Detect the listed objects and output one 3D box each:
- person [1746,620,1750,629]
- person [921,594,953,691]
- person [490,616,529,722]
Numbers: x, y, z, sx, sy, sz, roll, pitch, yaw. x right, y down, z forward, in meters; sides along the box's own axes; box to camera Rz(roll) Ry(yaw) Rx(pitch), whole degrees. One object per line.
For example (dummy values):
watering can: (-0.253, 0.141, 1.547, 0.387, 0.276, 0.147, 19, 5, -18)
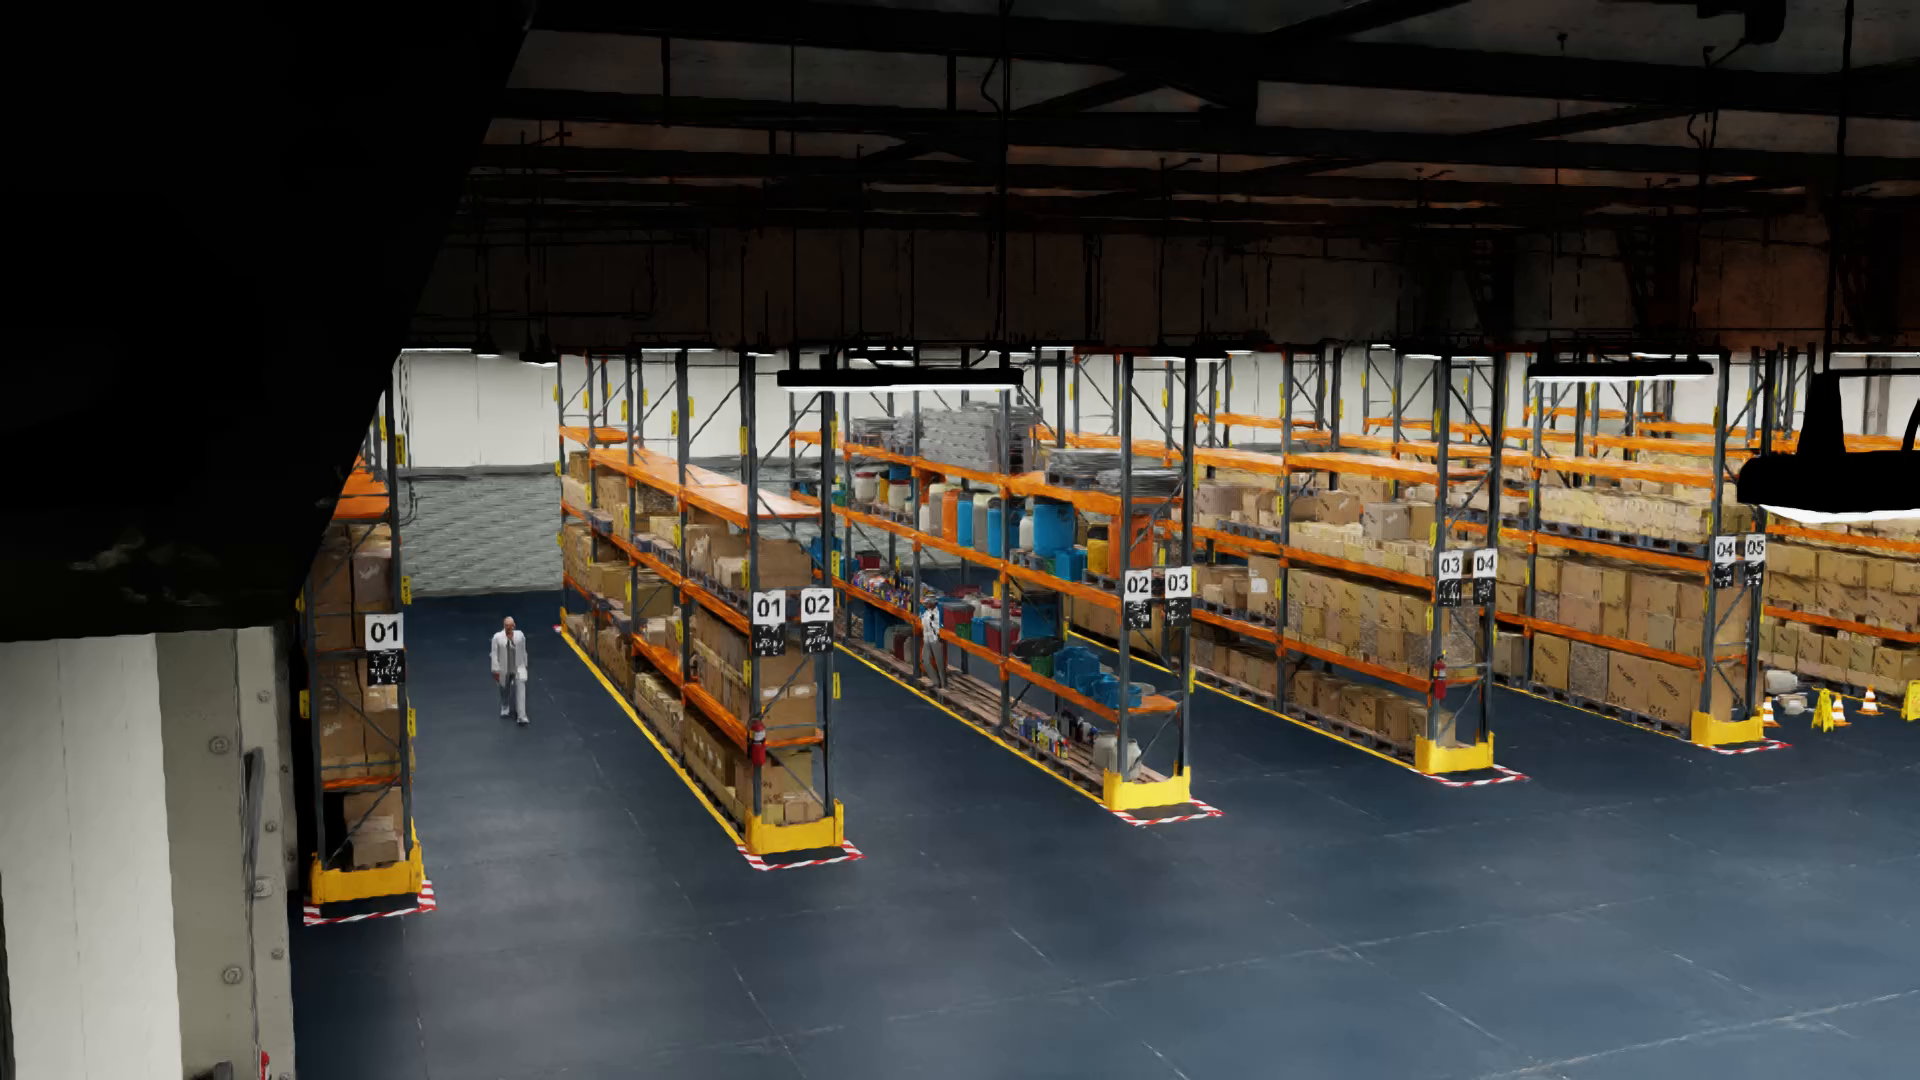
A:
person: (15.953, 1.119, 33.965, 0.487, 1.787, 0.608, 1, 7, 8)
person: (-0.403, 1.750, 28.322, 0.564, 1.665, 0.405, 7, 10, 43)
person: (-7.268, 2.065, 26.862, 0.598, 1.698, 1.194, -3, 8, -19)
